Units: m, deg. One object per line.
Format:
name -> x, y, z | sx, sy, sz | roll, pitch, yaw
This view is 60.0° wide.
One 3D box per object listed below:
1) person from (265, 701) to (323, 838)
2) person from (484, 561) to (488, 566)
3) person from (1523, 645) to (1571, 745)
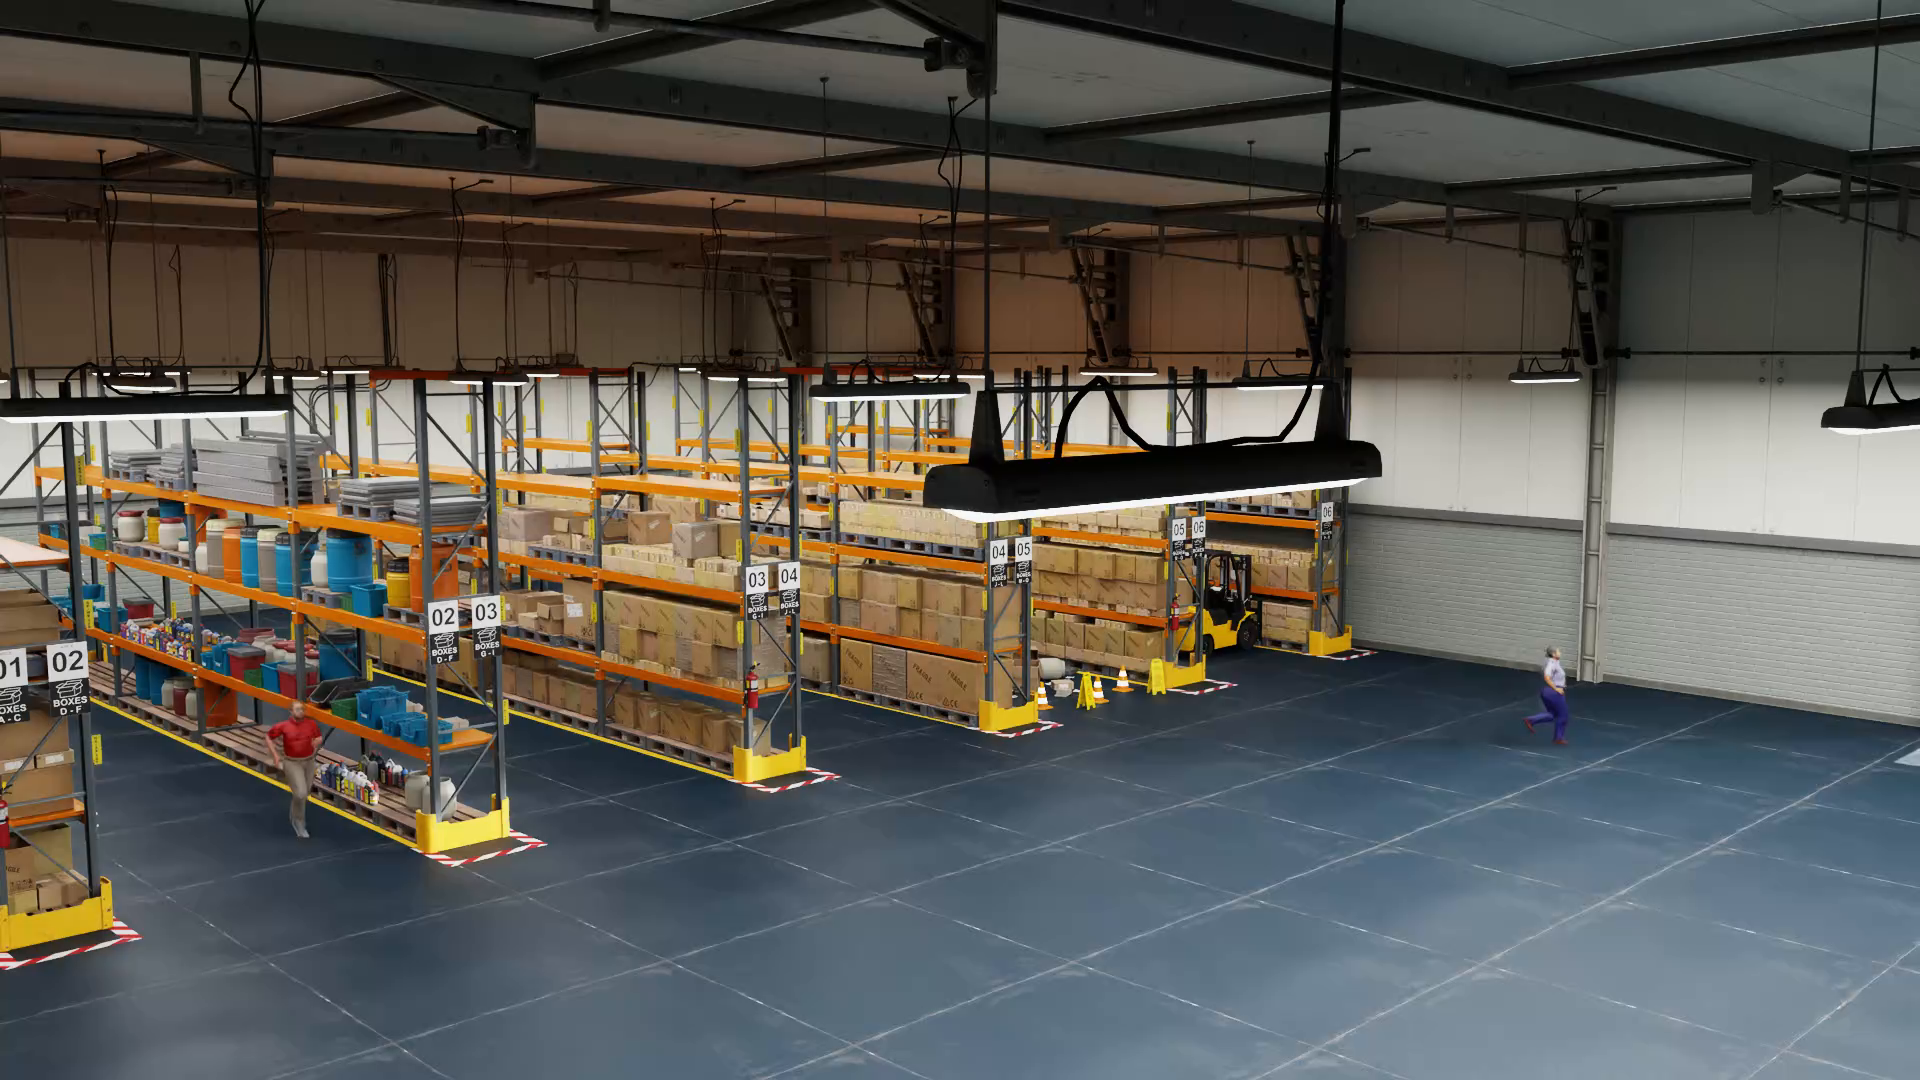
person -> -8.714, 3.013, 21.936 | 0.770, 1.800, 0.633 | 5, 8, 38
person -> -10.773, 1.282, 37.519 | 0.622, 1.633, 0.498 | -5, 8, -35
person -> 9.539, 2.514, 26.923 | 0.745, 1.624, 0.607 | 1, 6, 7
